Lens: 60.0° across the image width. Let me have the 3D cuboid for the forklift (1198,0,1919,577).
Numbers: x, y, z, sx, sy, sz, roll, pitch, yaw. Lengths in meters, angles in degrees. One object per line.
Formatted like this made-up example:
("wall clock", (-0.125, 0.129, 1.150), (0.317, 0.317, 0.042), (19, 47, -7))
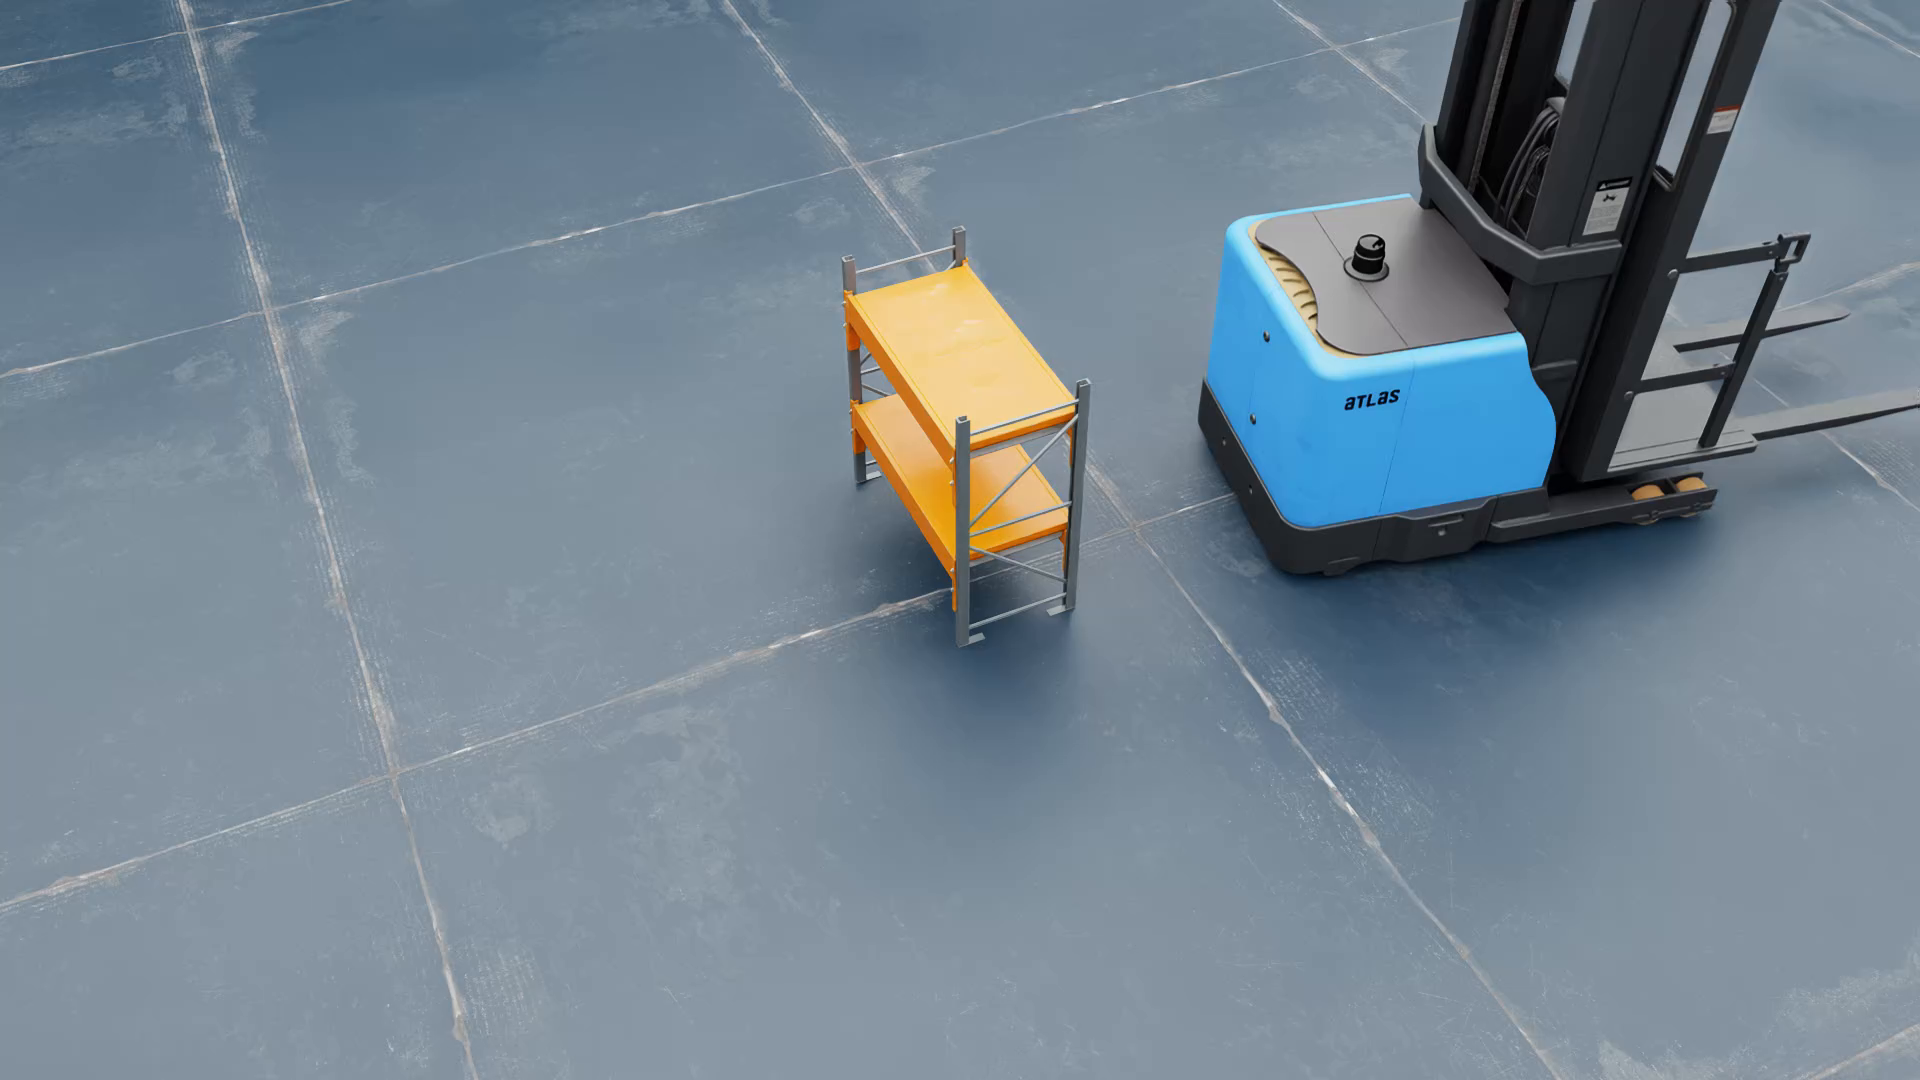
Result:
("forklift", (2.598, -1.457, 6.140), (3.031, 2.935, 1.130), (-10, 45, -10))

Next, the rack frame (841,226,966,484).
("rack frame", (-0.211, -0.720, 6.679), (0.500, 1.125, 0.032), (-18, 47, -17))

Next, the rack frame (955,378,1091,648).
("rack frame", (0.217, -0.072, 6.022), (0.500, 1.125, 0.032), (-18, 47, -17))

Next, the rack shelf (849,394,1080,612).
("rack shelf", (0.003, -0.222, 6.522), (0.538, 0.278, 1.000), (-18, 47, -17))

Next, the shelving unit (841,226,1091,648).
("shelving unit", (0.003, -0.396, 6.351), (0.538, 1.125, 1.048), (-18, 47, -17))

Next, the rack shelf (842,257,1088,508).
("rack shelf", (0.003, -0.604, 6.145), (0.538, 0.278, 1.000), (-18, 47, -17))
